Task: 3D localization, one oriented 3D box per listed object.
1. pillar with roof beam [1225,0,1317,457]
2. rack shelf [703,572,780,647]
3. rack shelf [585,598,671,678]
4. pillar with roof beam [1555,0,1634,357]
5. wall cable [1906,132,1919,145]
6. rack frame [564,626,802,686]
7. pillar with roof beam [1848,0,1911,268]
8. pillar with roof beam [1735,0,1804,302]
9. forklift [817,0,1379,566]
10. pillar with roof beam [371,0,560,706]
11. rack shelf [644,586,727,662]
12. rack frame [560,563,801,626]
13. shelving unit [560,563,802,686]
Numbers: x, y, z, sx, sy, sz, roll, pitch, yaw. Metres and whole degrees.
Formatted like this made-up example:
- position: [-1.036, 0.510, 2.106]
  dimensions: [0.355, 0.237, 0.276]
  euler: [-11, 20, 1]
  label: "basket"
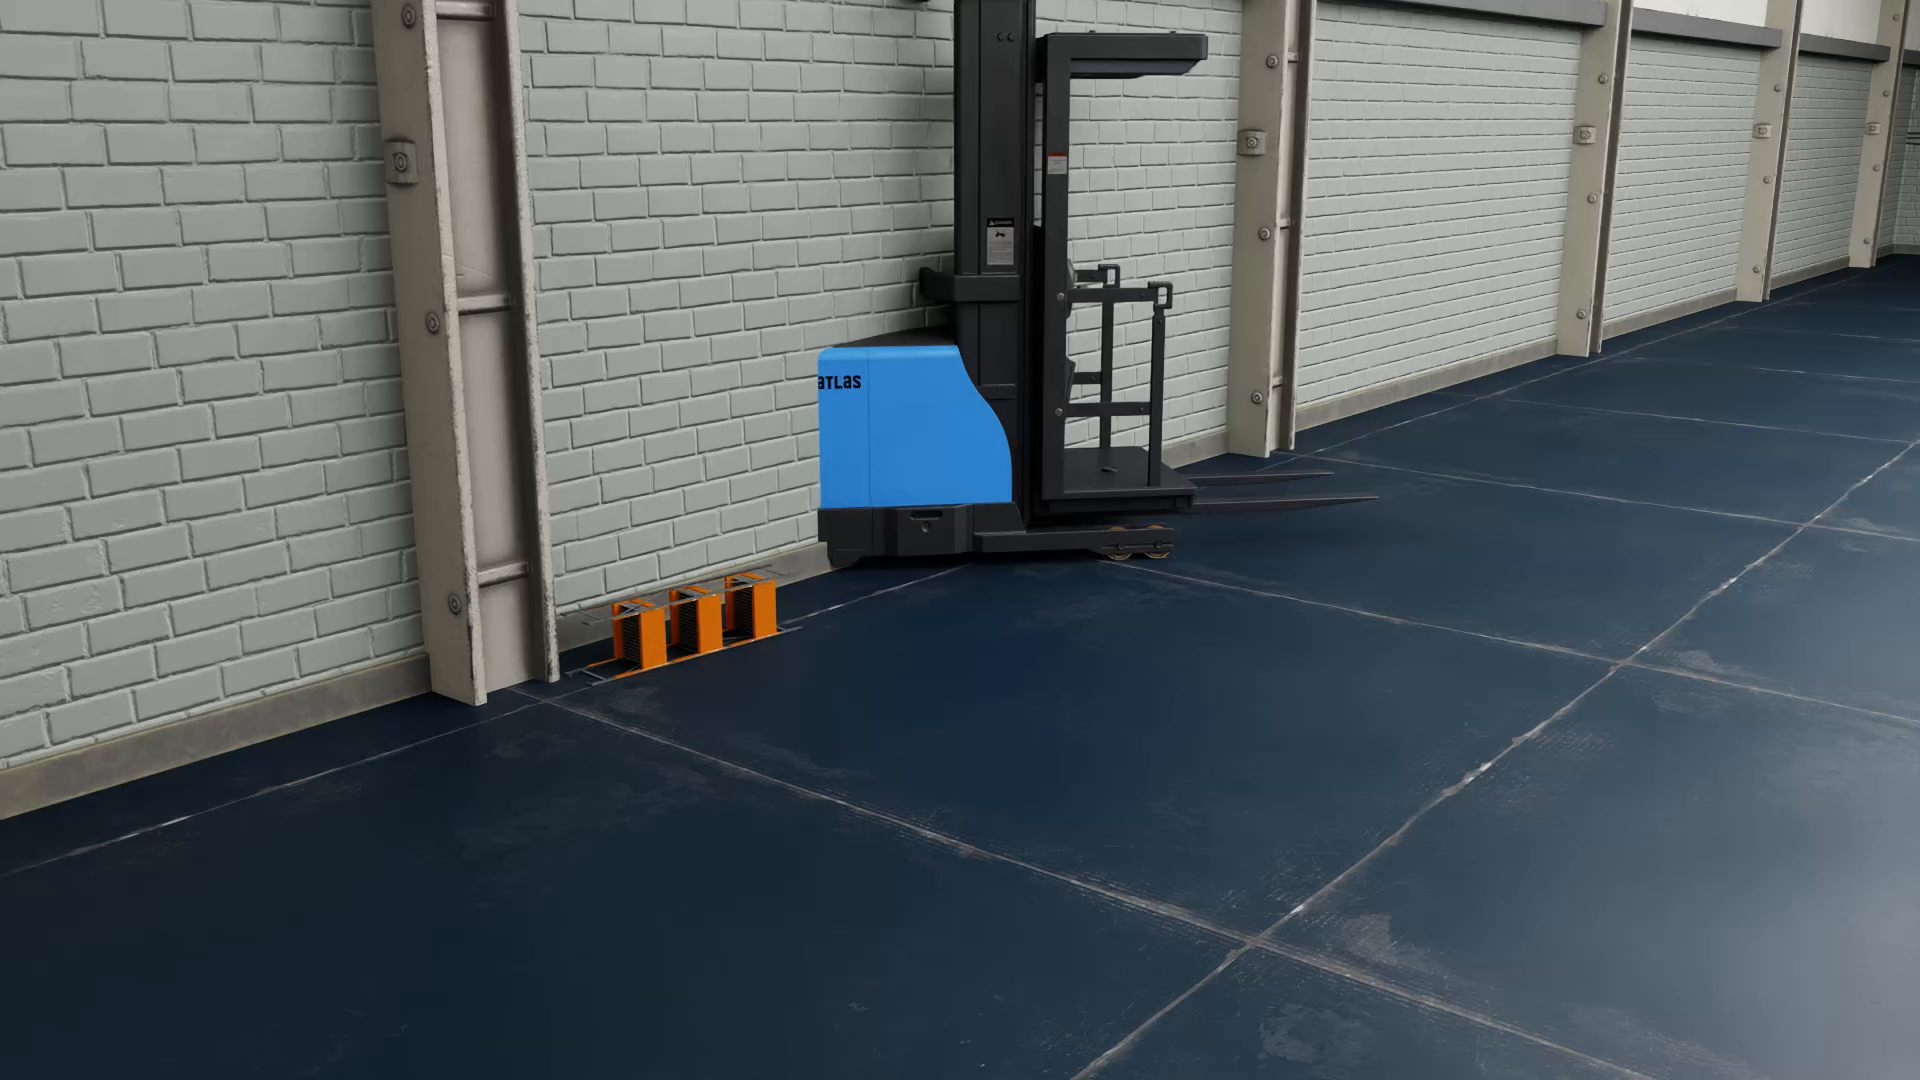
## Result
- position: [5.320, -4.288, 7.224]
  dimensions: [9.100, 9.000, 0.400]
  euler: [11, 18, 38]
  label: "pillar with roof beam"
- position: [-0.924, 0.284, 6.981]
  dimensions: [0.215, 0.240, 0.259]
  euler: [14, 20, 43]
  label: "rack shelf"
- position: [-1.319, 0.382, 6.594]
  dimensions: [0.215, 0.240, 0.259]
  euler: [14, 20, 43]
  label: "rack shelf"
- position: [9.091, -5.437, 11.748]
  dimensions: [9.100, 9.000, 0.400]
  euler: [11, 18, 38]
  label: "pillar with roof beam"
- position: [16.164, -7.256, 25.214]
  dimensions: [3.097, 2.526, 0.112]
  euler: [11, 18, 38]
  label: "wall cable"
- position: [-1.116, 0.450, 6.823]
  dimensions: [0.200, 0.008, 1.050]
  euler: [14, 20, 43]
  label: "rack frame"
- position: [16.633, -7.735, 20.794]
  dimensions: [9.100, 9.000, 0.400]
  euler: [11, 18, 38]
  label: "pillar with roof beam"
- position: [12.862, -6.586, 16.271]
  dimensions: [9.100, 9.000, 0.400]
  euler: [11, 18, 38]
  label: "pillar with roof beam"
- position: [0.616, -1.445, 8.360]
  dimensions: [3.031, 2.935, 1.130]
  euler: [-2, 14, -9]
  label: "forklift"
- position: [1.549, -3.139, 2.701]
  dimensions: [9.100, 9.000, 0.400]
  euler: [11, 18, 38]
  label: "pillar with roof beam"
- position: [-1.124, 0.333, 6.786]
  dimensions: [0.215, 0.240, 0.259]
  euler: [14, 20, 43]
  label: "rack shelf"
- position: [-1.116, 0.213, 6.763]
  dimensions: [0.200, 0.008, 1.050]
  euler: [14, 20, 43]
  label: "rack frame"
- position: [-1.116, 0.332, 6.793]
  dimensions: [0.215, 0.252, 1.050]
  euler: [14, 20, 43]
  label: "shelving unit"
